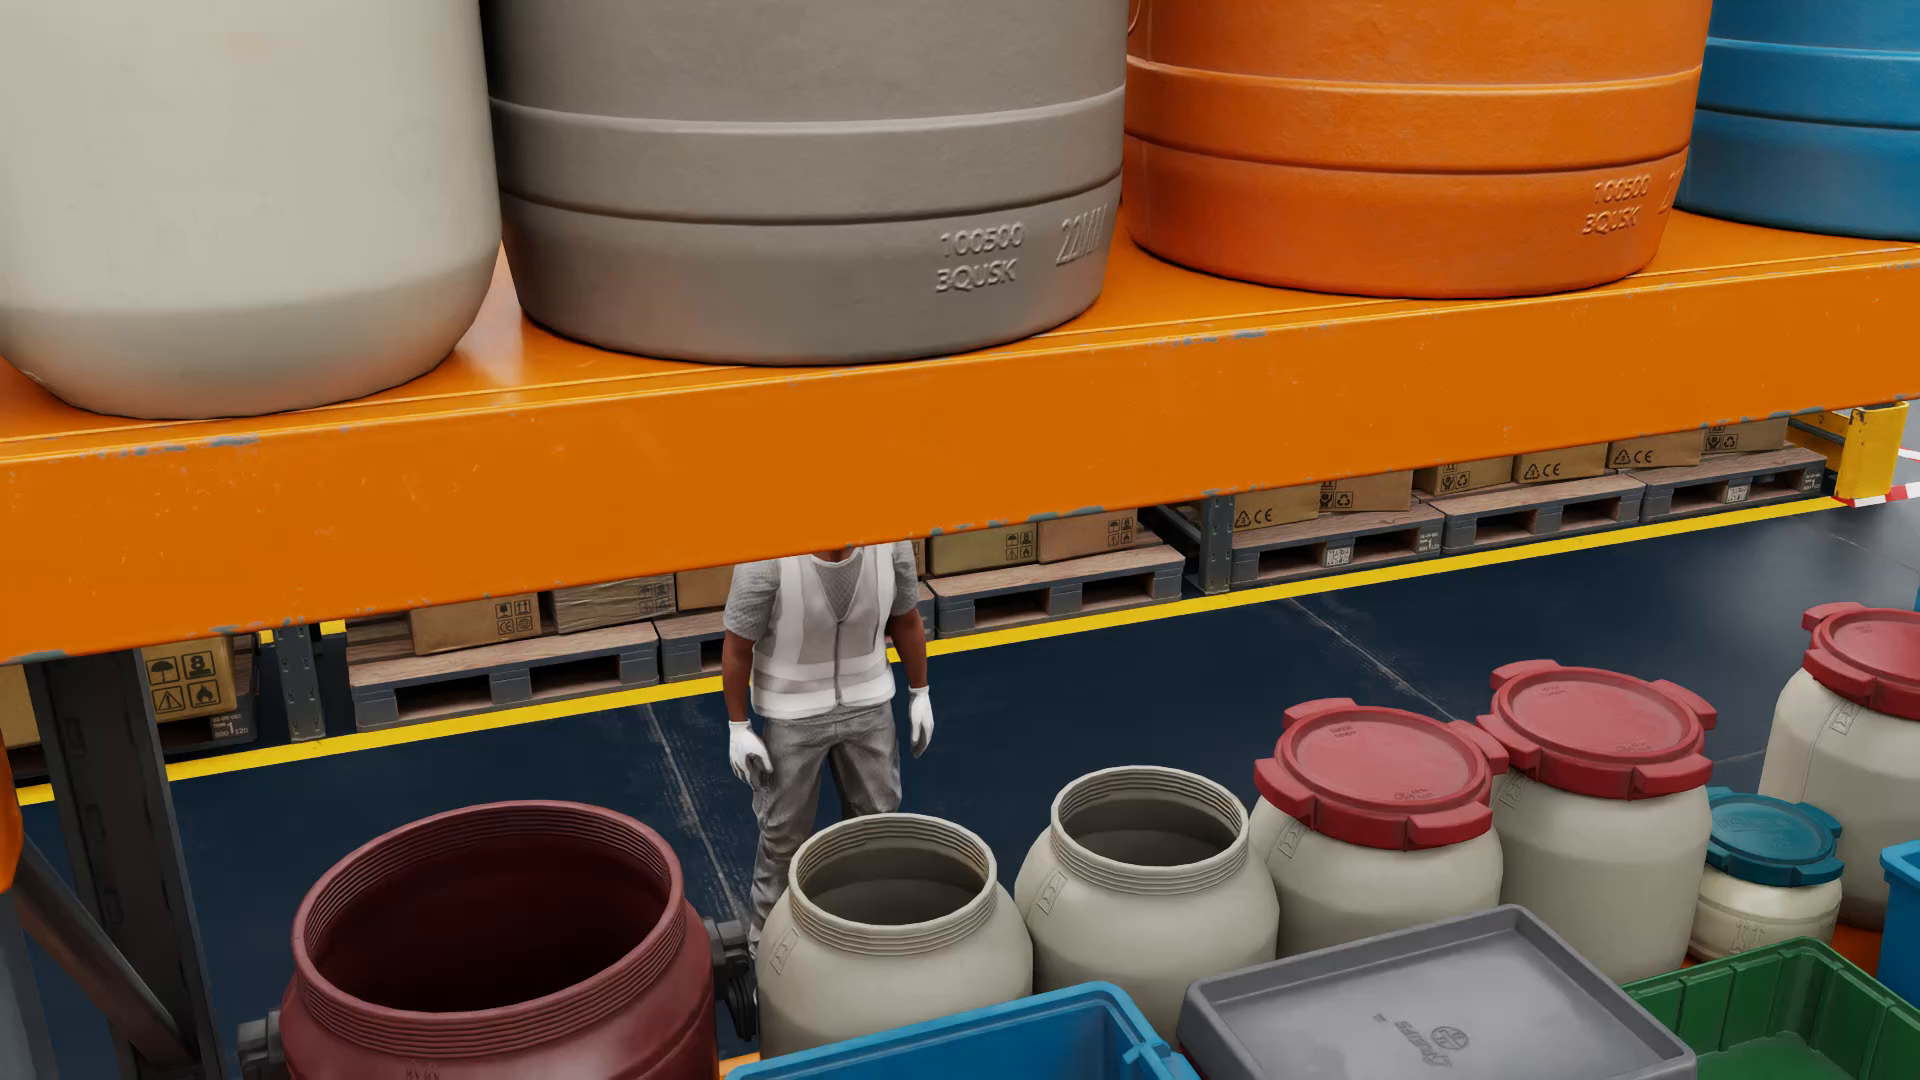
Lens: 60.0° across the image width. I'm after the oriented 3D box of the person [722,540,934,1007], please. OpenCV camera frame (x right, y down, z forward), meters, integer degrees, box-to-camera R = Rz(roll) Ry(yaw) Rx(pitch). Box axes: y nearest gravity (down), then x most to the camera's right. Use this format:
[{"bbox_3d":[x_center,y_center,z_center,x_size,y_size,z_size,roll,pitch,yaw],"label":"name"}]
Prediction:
[{"bbox_3d":[-0.377,0.511,4.831,0.631,1.776,0.443,-9,24,-22],"label":"person"}]
